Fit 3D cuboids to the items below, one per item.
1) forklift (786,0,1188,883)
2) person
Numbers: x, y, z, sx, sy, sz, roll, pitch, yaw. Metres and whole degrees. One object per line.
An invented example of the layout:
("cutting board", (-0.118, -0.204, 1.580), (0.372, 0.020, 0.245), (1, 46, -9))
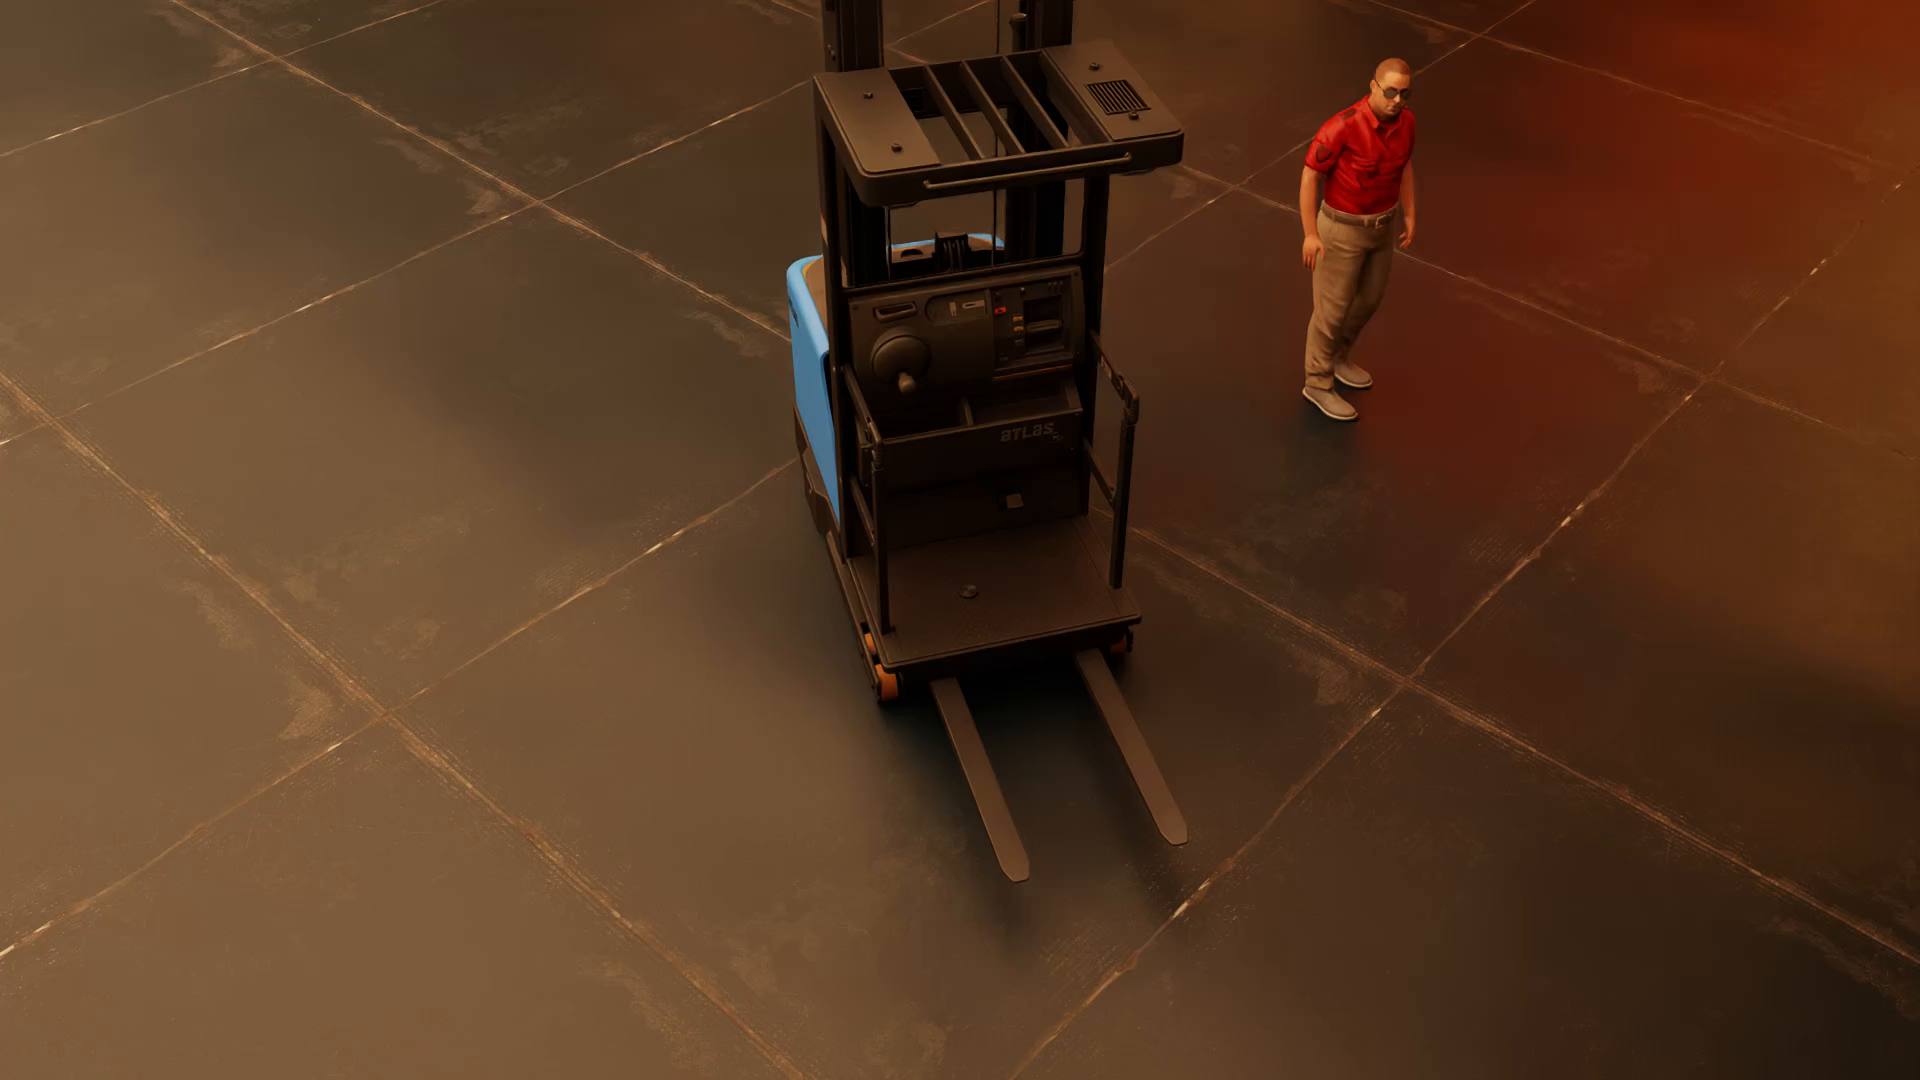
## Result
("forklift", (0.095, -0.731, 6.280), (1.130, 2.935, 3.031), (-11, 42, -12))
("person", (1.980, -1.455, 8.047), (0.702, 1.729, 0.529), (-24, 46, -25))
